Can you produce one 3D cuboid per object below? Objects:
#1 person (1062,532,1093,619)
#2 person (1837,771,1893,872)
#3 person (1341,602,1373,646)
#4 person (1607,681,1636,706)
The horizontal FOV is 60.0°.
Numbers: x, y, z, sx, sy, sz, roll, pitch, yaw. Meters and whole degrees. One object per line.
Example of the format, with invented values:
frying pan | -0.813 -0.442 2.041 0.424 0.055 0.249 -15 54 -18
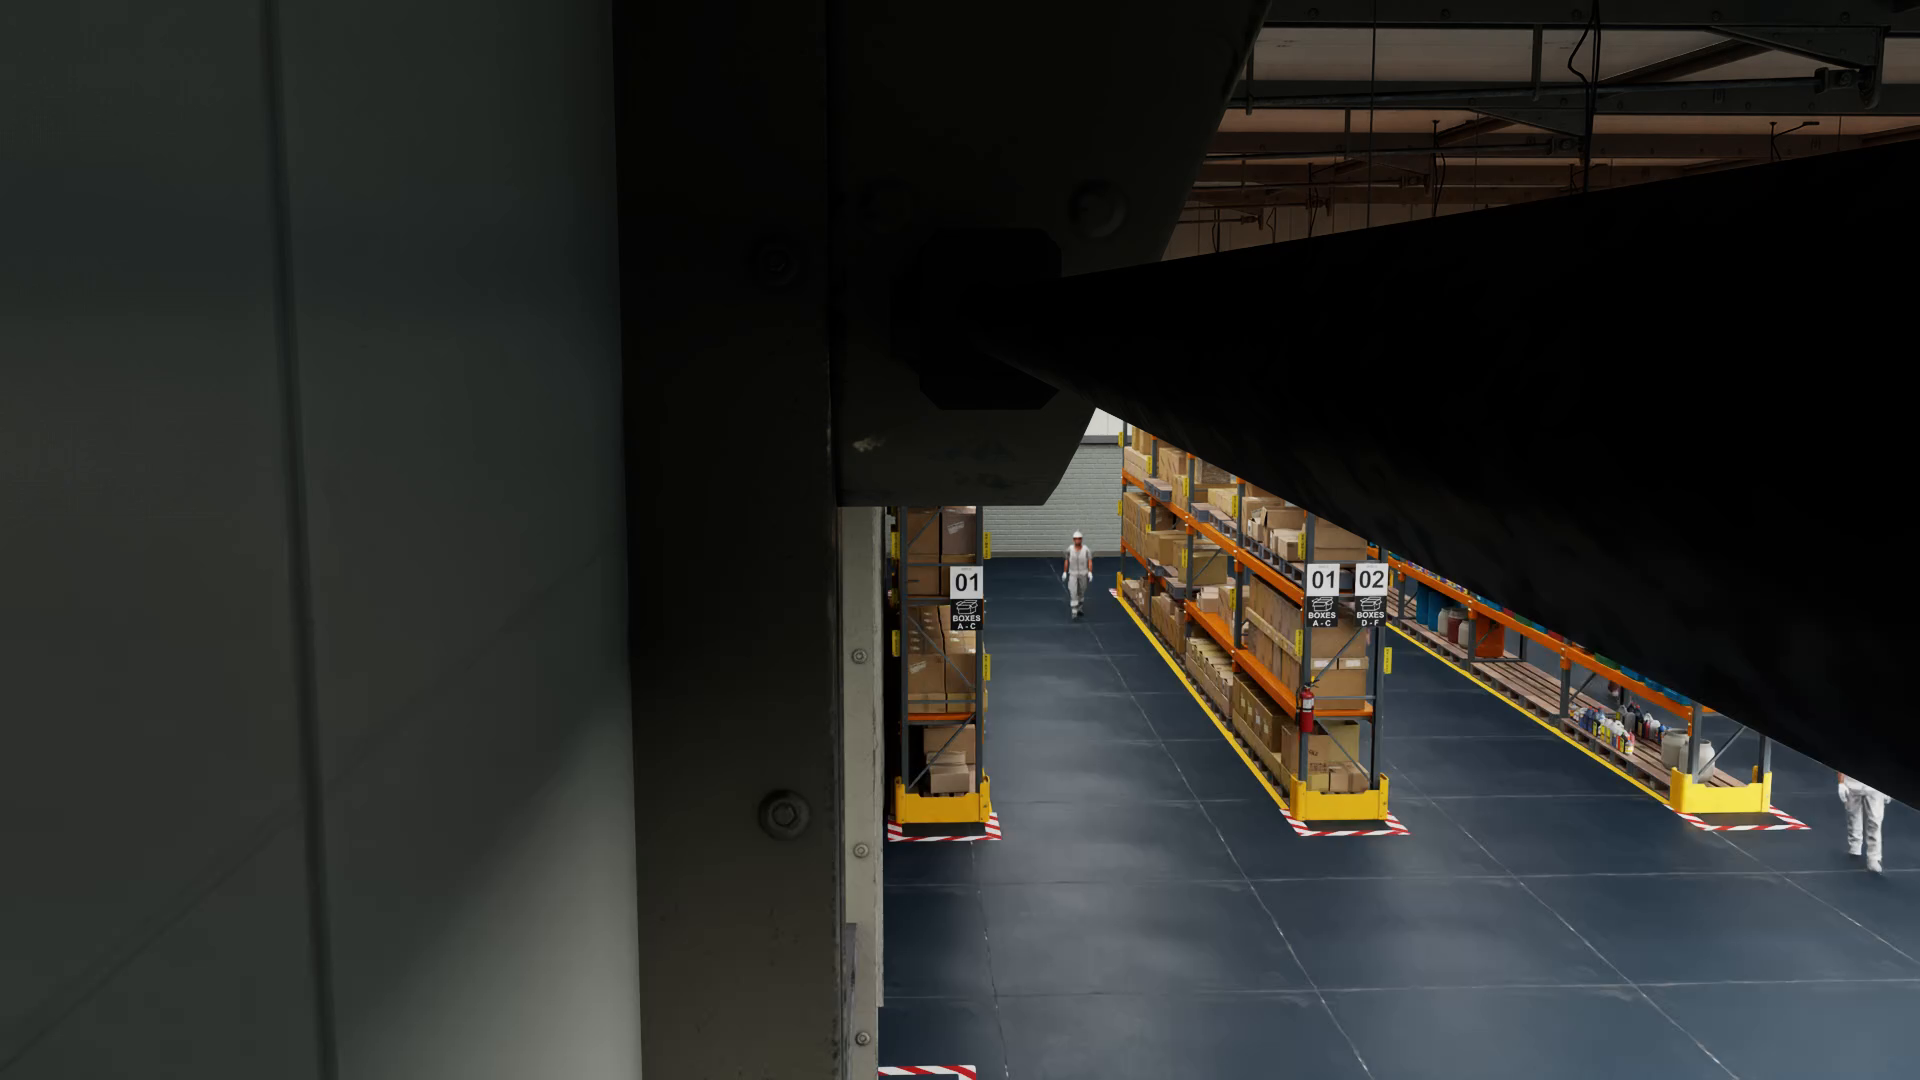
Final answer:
person | 2.397 0.701 33.825 0.606 1.725 1.061 0 8 1
person | 10.226 2.812 18.806 0.579 1.728 1.035 5 9 32
person | 6.528 1.596 27.479 0.562 1.717 1.115 -2 8 -12
person | 10.668 1.782 26.563 0.431 1.601 1.044 -2 8 -12
